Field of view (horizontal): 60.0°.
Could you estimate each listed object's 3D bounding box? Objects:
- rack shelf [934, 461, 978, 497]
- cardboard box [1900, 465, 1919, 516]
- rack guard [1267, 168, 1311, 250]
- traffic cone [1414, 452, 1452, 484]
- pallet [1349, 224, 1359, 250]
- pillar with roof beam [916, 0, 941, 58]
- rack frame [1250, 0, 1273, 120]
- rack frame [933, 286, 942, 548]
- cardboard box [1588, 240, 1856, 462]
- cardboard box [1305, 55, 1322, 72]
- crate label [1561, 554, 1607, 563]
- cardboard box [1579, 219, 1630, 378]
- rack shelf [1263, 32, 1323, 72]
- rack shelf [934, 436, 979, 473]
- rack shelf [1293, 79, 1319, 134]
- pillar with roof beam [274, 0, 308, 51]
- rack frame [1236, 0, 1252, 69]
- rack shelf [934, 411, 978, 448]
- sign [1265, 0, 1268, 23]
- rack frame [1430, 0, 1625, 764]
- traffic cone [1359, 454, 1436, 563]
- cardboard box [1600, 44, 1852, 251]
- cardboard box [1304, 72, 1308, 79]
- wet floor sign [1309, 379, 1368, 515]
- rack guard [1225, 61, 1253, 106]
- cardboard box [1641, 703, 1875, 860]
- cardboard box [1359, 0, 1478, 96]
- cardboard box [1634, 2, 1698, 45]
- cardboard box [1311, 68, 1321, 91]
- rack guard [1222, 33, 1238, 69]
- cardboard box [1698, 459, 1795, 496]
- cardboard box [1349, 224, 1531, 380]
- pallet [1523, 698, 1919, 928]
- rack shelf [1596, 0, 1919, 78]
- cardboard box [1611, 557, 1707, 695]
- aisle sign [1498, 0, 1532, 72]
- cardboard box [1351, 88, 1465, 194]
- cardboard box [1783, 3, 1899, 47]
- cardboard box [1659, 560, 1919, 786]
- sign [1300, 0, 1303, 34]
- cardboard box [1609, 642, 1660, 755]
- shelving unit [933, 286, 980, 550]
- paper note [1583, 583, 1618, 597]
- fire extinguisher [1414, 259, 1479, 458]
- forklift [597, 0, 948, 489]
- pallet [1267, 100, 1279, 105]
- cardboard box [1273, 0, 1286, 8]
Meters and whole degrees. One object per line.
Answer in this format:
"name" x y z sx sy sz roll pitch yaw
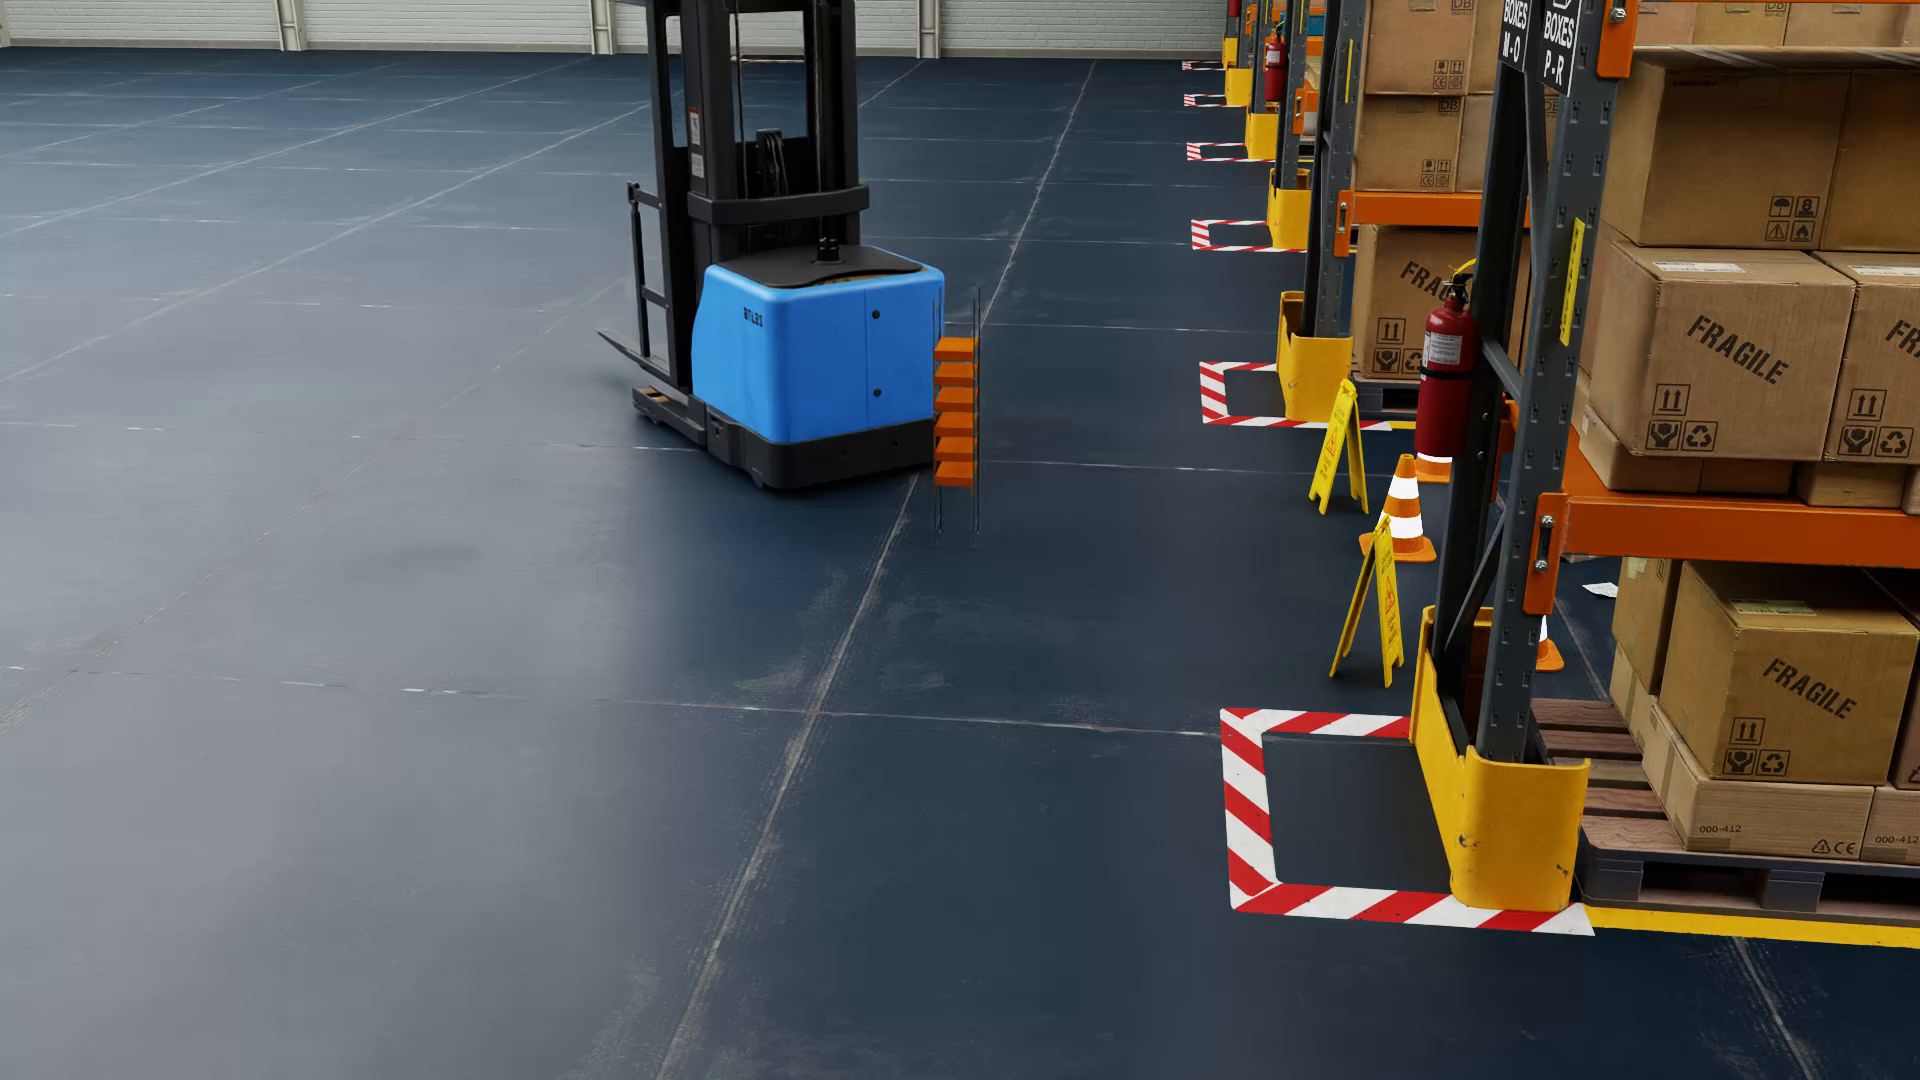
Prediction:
"rack shelf" -0.014 -0.294 7.825 0.180 0.103 0.258 2 22 6
"cardboard box" 2.752 -0.198 4.703 0.250 0.149 0.380 3 22 7
"rack guard" 2.928 -2.932 14.677 0.348 0.500 1.175 2 22 6
"traffic cone" 2.529 -0.570 8.753 0.334 0.463 0.336 2 22 6
"pallet" 3.731 -2.750 14.609 1.213 0.211 1.003 2 22 6
"pillar with roof beam" -1.067 -11.287 24.249 0.400 9.000 9.100 2 22 6
"rack frame" 3.435 -5.906 18.800 0.127 3.000 1.000 2 22 6
"rack frame" -0.105 -0.563 7.731 0.006 1.200 0.240 2 22 6
"cardboard box" 2.124 -0.543 4.693 0.500 0.500 0.500 2 22 5
"cardboard box" 5.025 -6.855 23.347 0.500 0.500 0.500 2 22 6
"crate label" 2.846 -0.010 7.778 0.298 0.136 0.250 -9 23 -22
"cardboard box" 2.258 -0.742 5.196 0.500 0.500 0.500 2 22 5
"rack shelf" 5.422 -5.485 18.713 4.000 0.370 1.077 2 22 6
"rack shelf" -0.014 -0.406 7.781 0.180 0.103 0.258 2 22 6
"rack shelf" 4.839 -3.677 14.139 4.000 0.370 1.077 2 22 6
"pillar with roof beam" -12.983 -11.806 25.563 0.400 9.000 9.100 2 22 6
"rack frame" 4.022 -7.715 23.374 0.127 3.000 1.000 2 22 6
"rack shelf" -0.014 -0.517 7.737 0.180 0.103 0.258 2 22 6
"sign" 3.366 -5.835 18.241 0.005 0.325 0.100 2 22 6
"rack frame" 1.686 -0.480 5.074 0.127 3.000 1.000 2 22 6
"traffic cone" 2.058 -0.173 7.747 0.334 0.463 0.336 2 22 6
"cardboard box" 2.219 -1.187 4.963 0.500 0.500 0.700 2 22 5
"cardboard box" 5.025 -6.507 23.487 0.500 0.250 0.500 2 22 6
"wet floor sign" 1.907 -0.475 8.264 0.232 0.644 0.267 -1 22 -3
"rack guard" 3.998 -6.553 23.836 0.348 0.500 1.175 2 22 6
"cardboard box" 2.455 0.739 5.159 0.500 0.250 0.500 2 22 6
"cardboard box" 2.532 -2.833 9.354 0.550 0.550 0.875 2 22 6
"cardboard box" 3.630 -2.769 9.192 0.550 0.550 0.875 2 22 6
"cardboard box" 3.107 -3.882 14.021 0.250 0.149 0.380 2 22 6
"rack guard" 4.677 -8.358 28.400 0.348 0.500 1.175 2 22 6
"cardboard box" 2.252 -0.267 4.877 0.250 0.149 0.380 3 22 7
"cardboard box" 2.850 -1.494 9.957 0.875 0.875 0.875 3 22 7
"pallet" 2.564 0.868 5.457 1.213 0.211 1.003 2 22 6
"rack shelf" 3.672 -1.454 4.436 4.000 0.370 1.077 2 22 6
"cardboard box" 2.513 0.194 5.518 0.500 0.500 0.500 3 22 7
"aisle sign" 1.659 -1.797 4.871 0.004 0.787 0.394 2 22 6
"cardboard box" 2.542 -2.362 9.630 0.550 0.550 0.875 2 22 6
"cardboard box" 4.698 -2.774 9.203 0.550 0.550 0.875 2 22 6
"cardboard box" 2.478 0.391 5.019 0.500 0.500 0.500 2 22 4
"sign" 2.789 -4.303 13.566 0.005 0.325 0.100 2 22 6
"cardboard box" 2.544 0.541 5.660 0.500 0.250 0.500 2 22 6
"shelving unit" -0.014 -0.559 7.721 0.189 1.200 0.258 2 22 6
"paper note" 2.859 0.215 7.355 0.142 0.019 0.148 -5 22 -12
"fire extinguisher" 1.627 -0.617 5.526 0.183 0.674 0.296 2 22 6
"forklift" -1.267 -2.111 9.293 1.130 2.935 3.031 -13 25 -29
"pallet" 4.786 -6.400 23.842 1.213 0.211 1.003 2 22 6
"cardboard box" 4.484 -7.736 23.293 0.500 0.500 0.700 3 22 6
